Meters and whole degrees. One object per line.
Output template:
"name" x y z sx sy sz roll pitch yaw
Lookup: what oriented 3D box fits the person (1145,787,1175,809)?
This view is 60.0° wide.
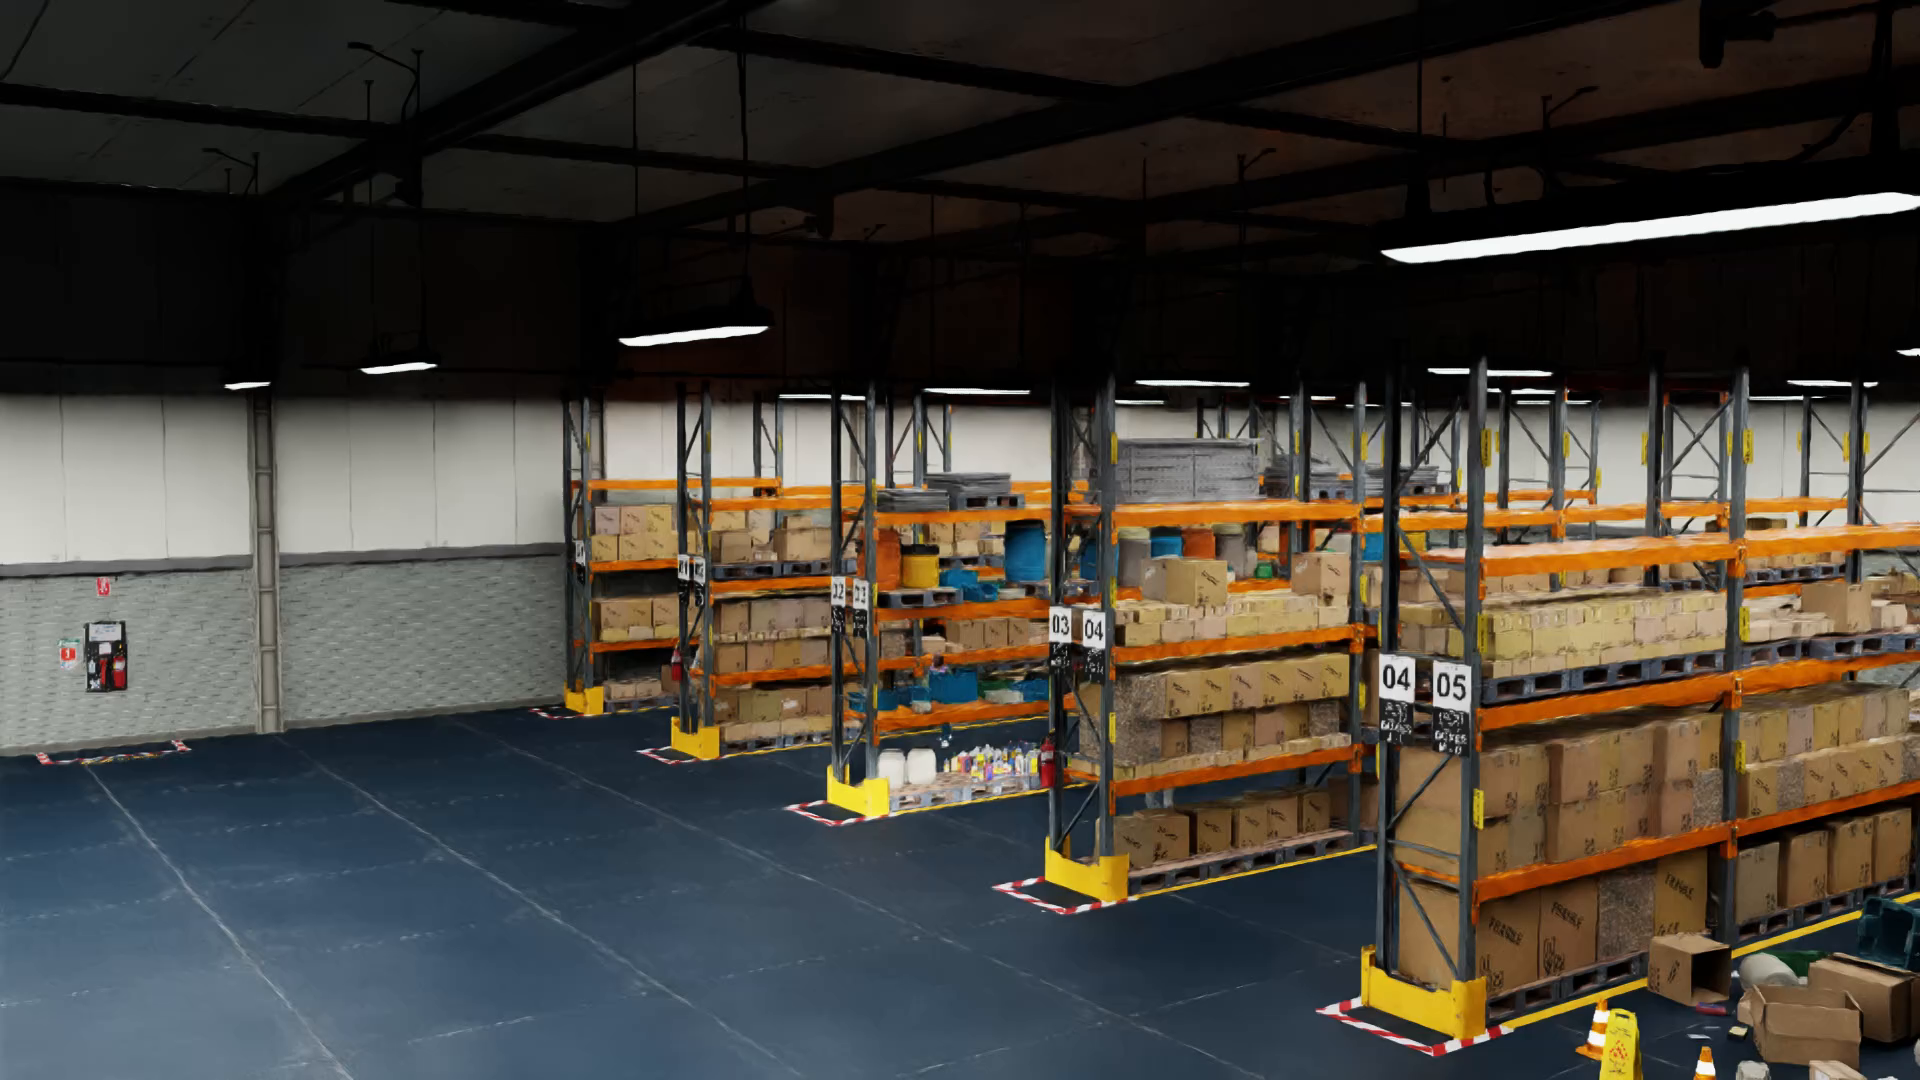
"person" 2.610 2.982 21.448 0.512 1.628 0.639 -3 5 -36

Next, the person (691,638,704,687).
"person" -4.495 2.481 29.734 0.561 1.530 0.769 3 5 36

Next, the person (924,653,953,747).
"person" -0.284 2.616 27.605 0.562 1.528 0.778 3 5 36
